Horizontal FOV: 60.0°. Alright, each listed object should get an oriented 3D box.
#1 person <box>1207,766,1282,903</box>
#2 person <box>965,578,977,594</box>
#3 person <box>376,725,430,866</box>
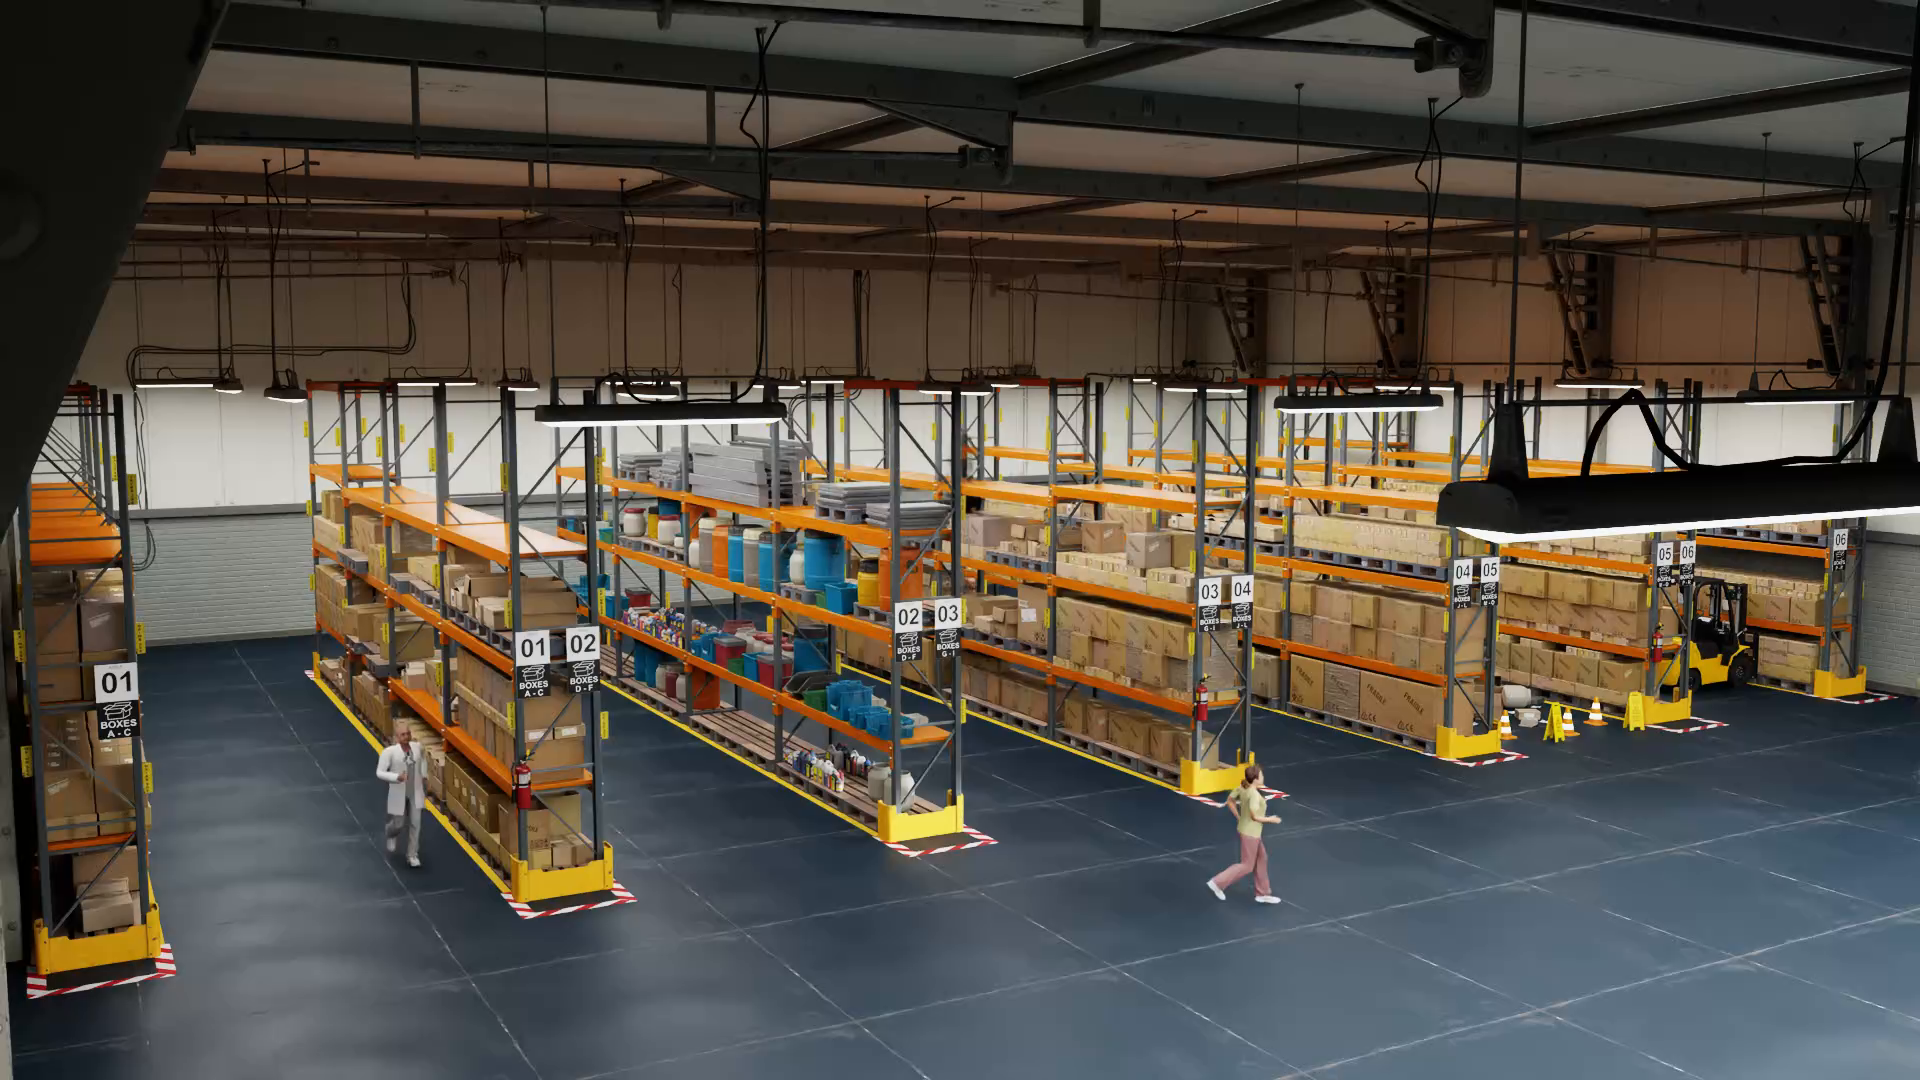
[{"bbox_3d":[3.314,3.446,19.376,0.926,1.656,0.562,-1,6,-10],"label":"person"},{"bbox_3d":[0.238,1.671,35.069,0.698,1.771,0.981,-4,8,-36],"label":"person"},{"bbox_3d":[-7.056,3.212,21.104,0.711,1.741,0.915,-5,8,-38],"label":"person"}]
